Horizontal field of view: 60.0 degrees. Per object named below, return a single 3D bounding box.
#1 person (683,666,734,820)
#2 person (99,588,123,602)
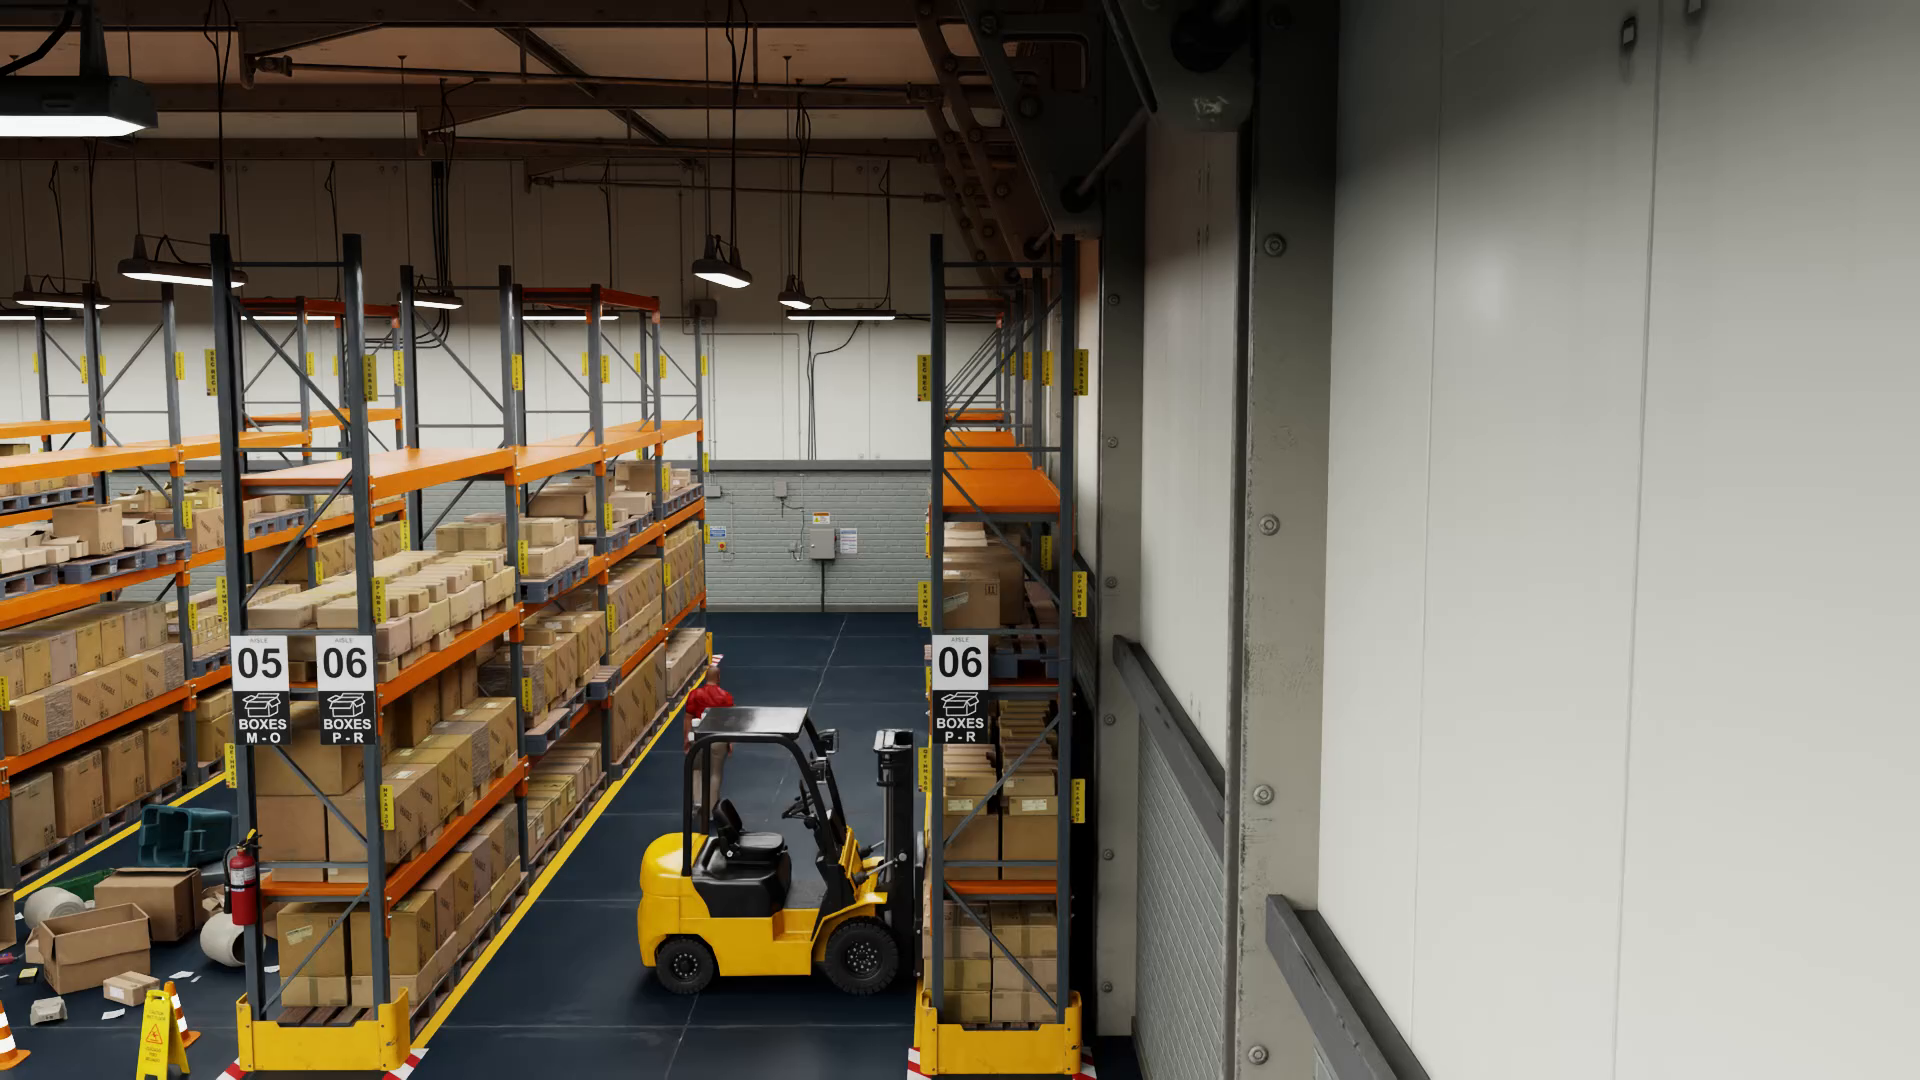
[{"bbox_3d":[-2.791,2.262,18.518,0.582,1.728,0.455,1,6,6],"label":"person"},{"bbox_3d":[-15.700,0.898,30.836,0.521,1.710,0.556,-5,8,-41],"label":"person"}]
